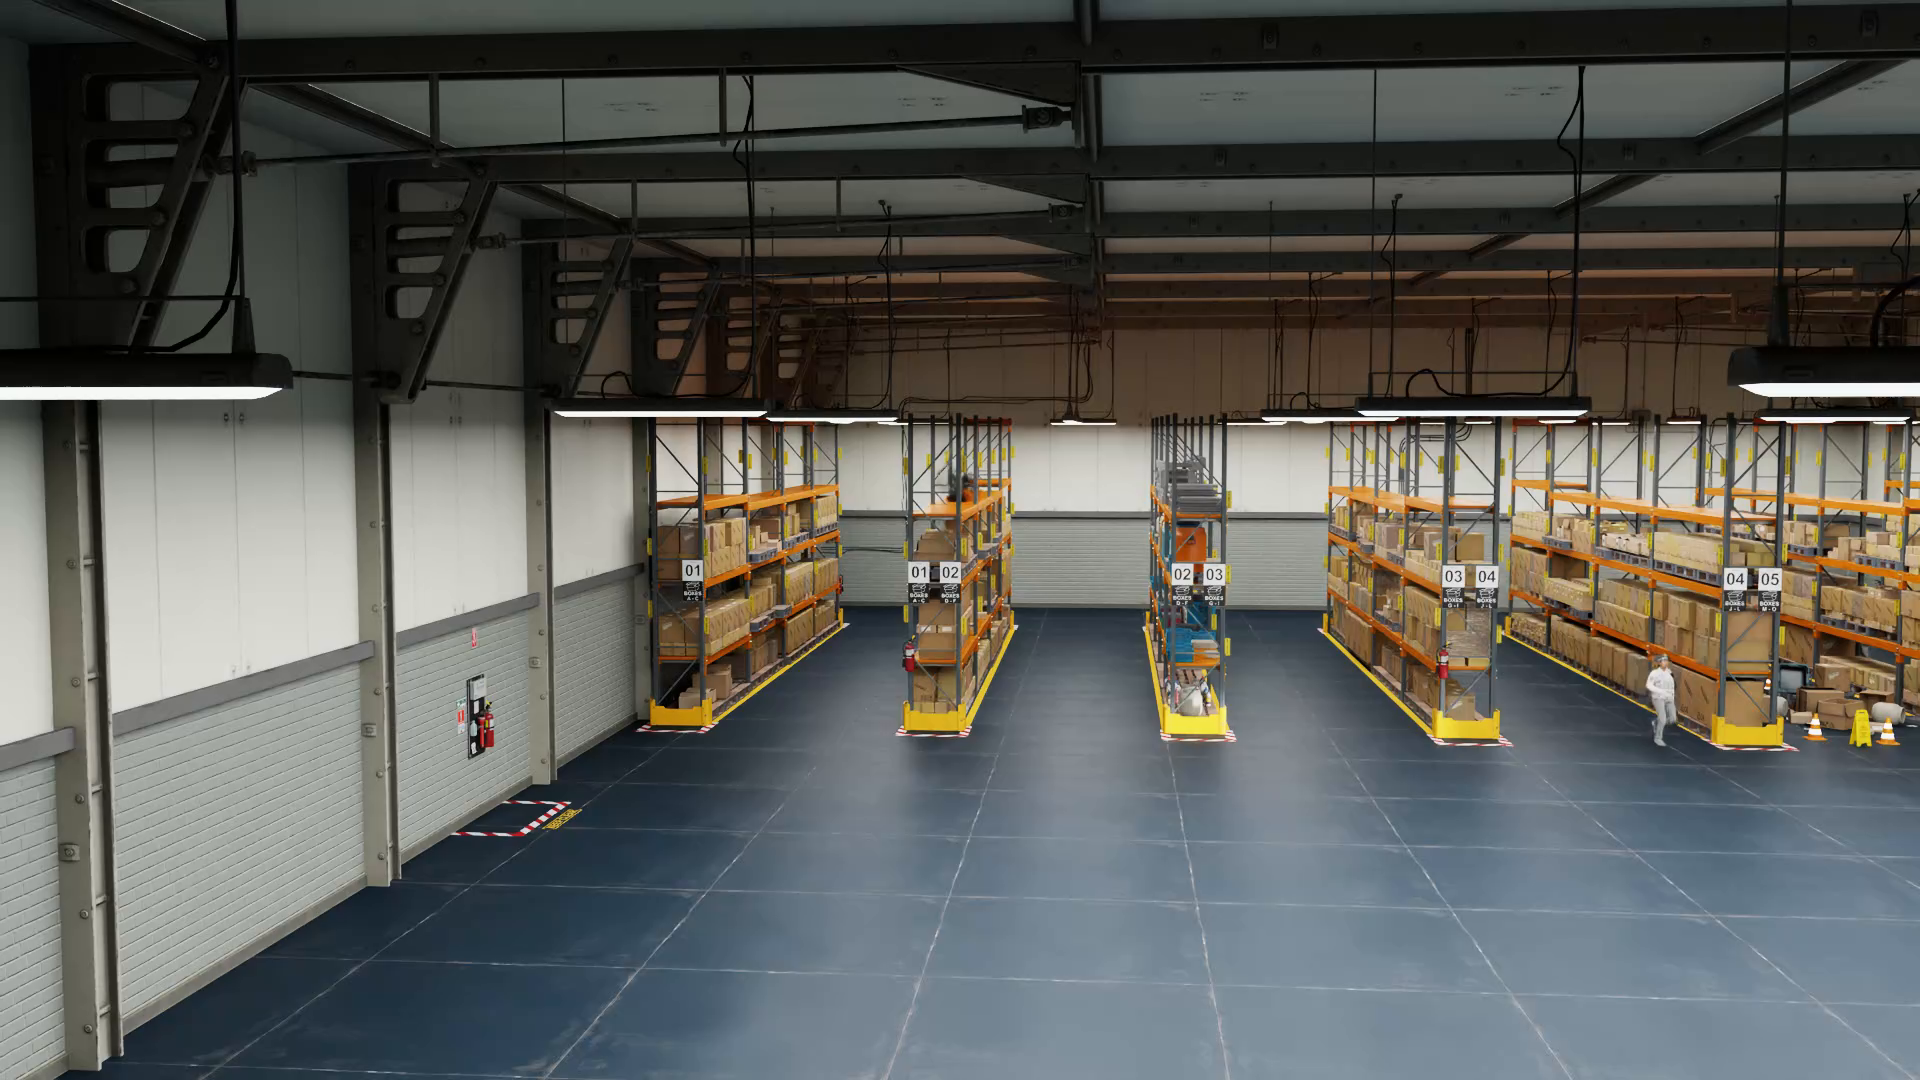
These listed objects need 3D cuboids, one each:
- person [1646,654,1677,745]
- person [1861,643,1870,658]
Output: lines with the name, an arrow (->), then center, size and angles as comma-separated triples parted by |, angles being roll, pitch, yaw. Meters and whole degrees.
person -> 12.709, 2.874, 30.078 | 0.641, 1.663, 0.555 | -1, 4, -19
person -> 21.713, 2.178, 39.785 | 0.670, 1.753, 0.687 | 0, 4, 6
